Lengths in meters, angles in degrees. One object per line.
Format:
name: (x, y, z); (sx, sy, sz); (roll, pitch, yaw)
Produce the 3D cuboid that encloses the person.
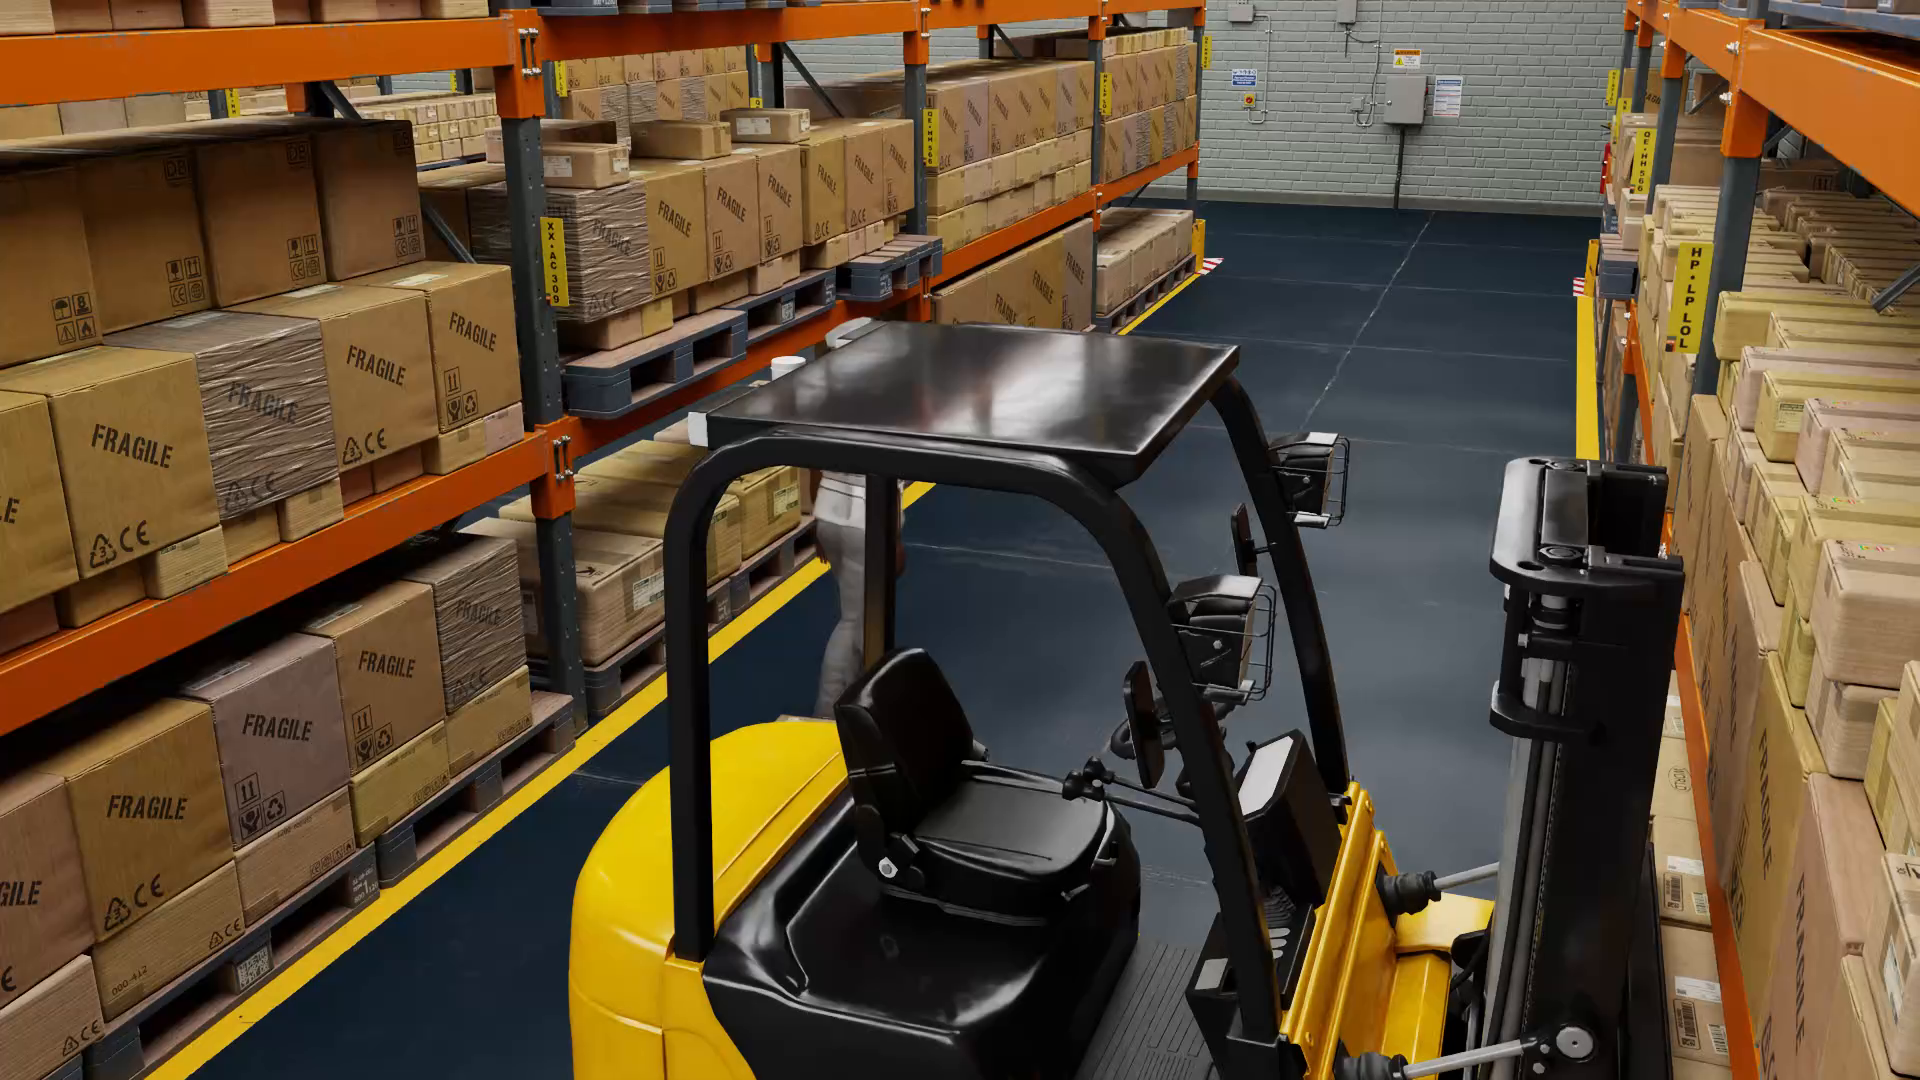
person: (-0.439, 0.055, 6.647); (0.507, 1.363, 0.384); (-17, 25, -41)
